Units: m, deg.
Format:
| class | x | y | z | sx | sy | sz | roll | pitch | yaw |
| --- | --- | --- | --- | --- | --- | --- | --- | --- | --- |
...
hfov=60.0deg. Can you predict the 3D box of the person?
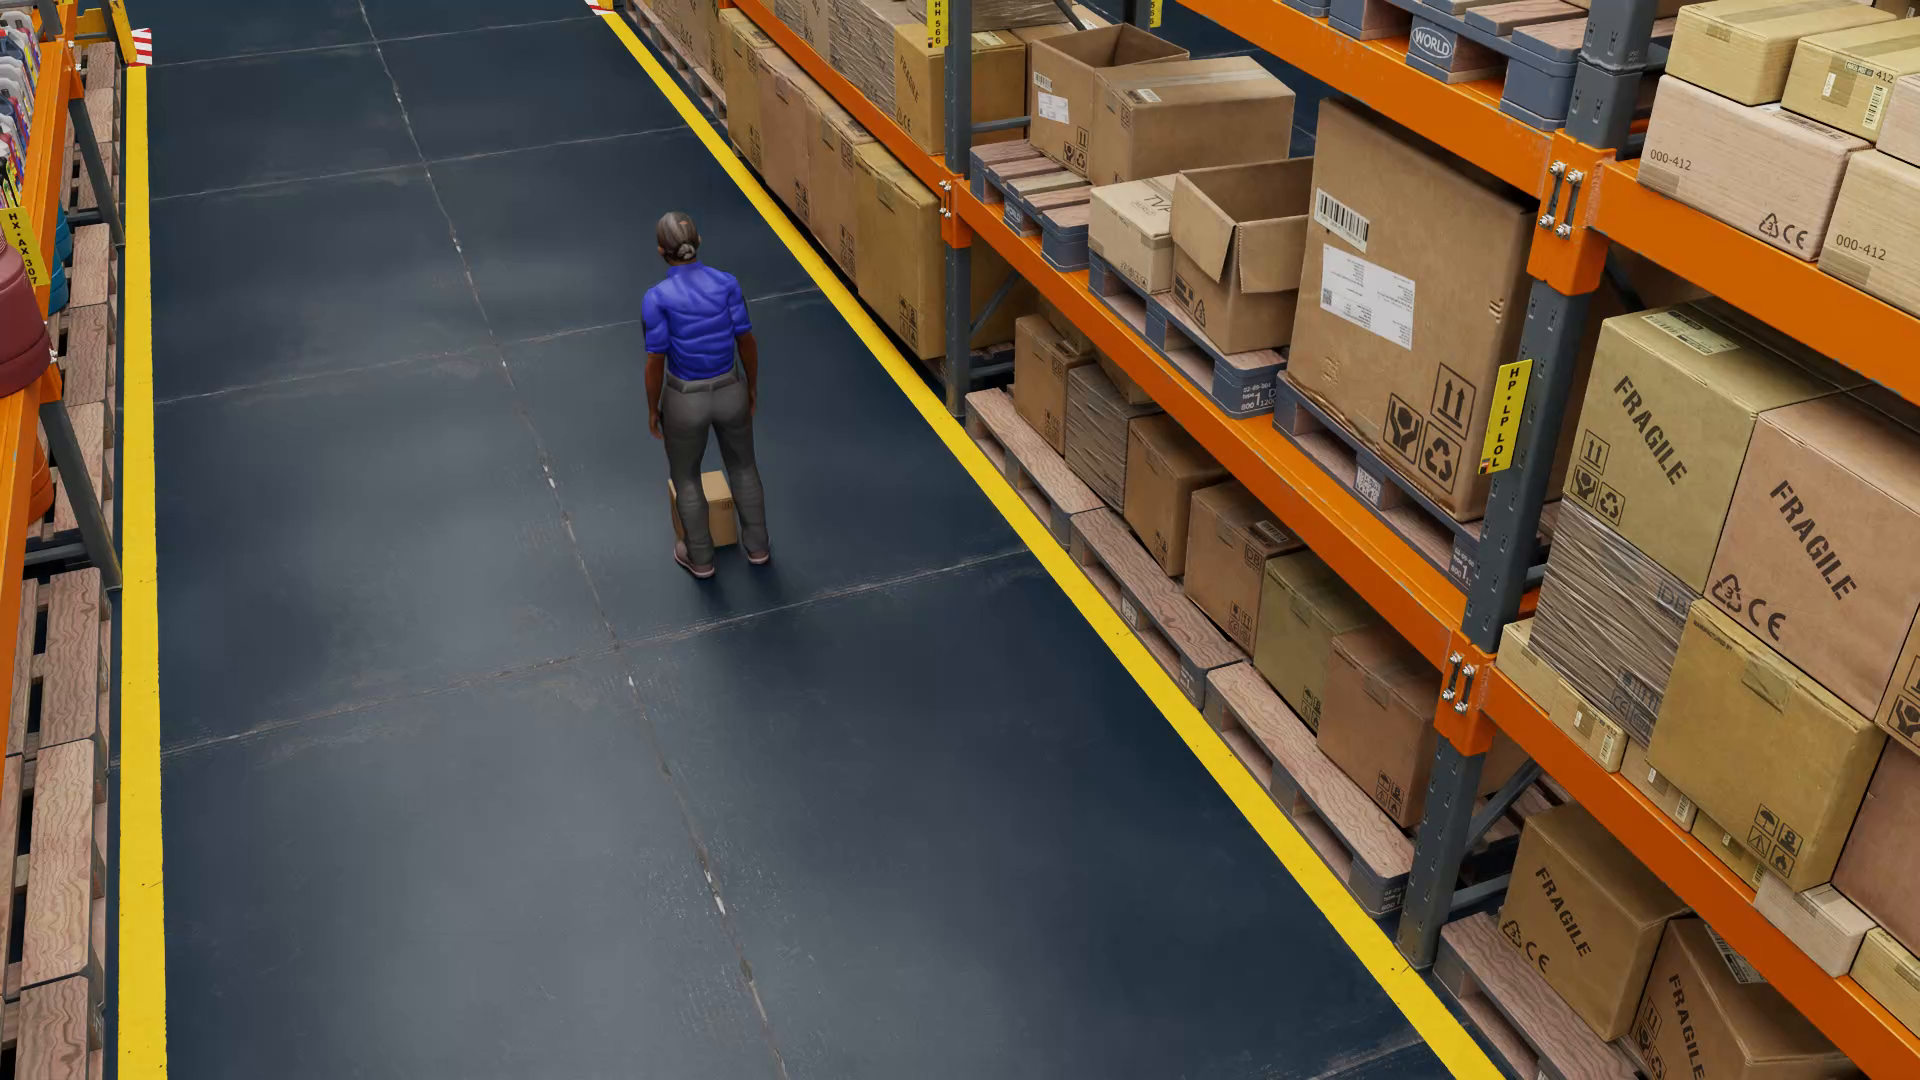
| class | x | y | z | sx | sy | sz | roll | pitch | yaw |
| --- | --- | --- | --- | --- | --- | --- | --- | --- | --- |
| person | -1.089 | -0.621 | 7.015 | 0.494 | 1.583 | 0.348 | -15 | 37 | -21 |
